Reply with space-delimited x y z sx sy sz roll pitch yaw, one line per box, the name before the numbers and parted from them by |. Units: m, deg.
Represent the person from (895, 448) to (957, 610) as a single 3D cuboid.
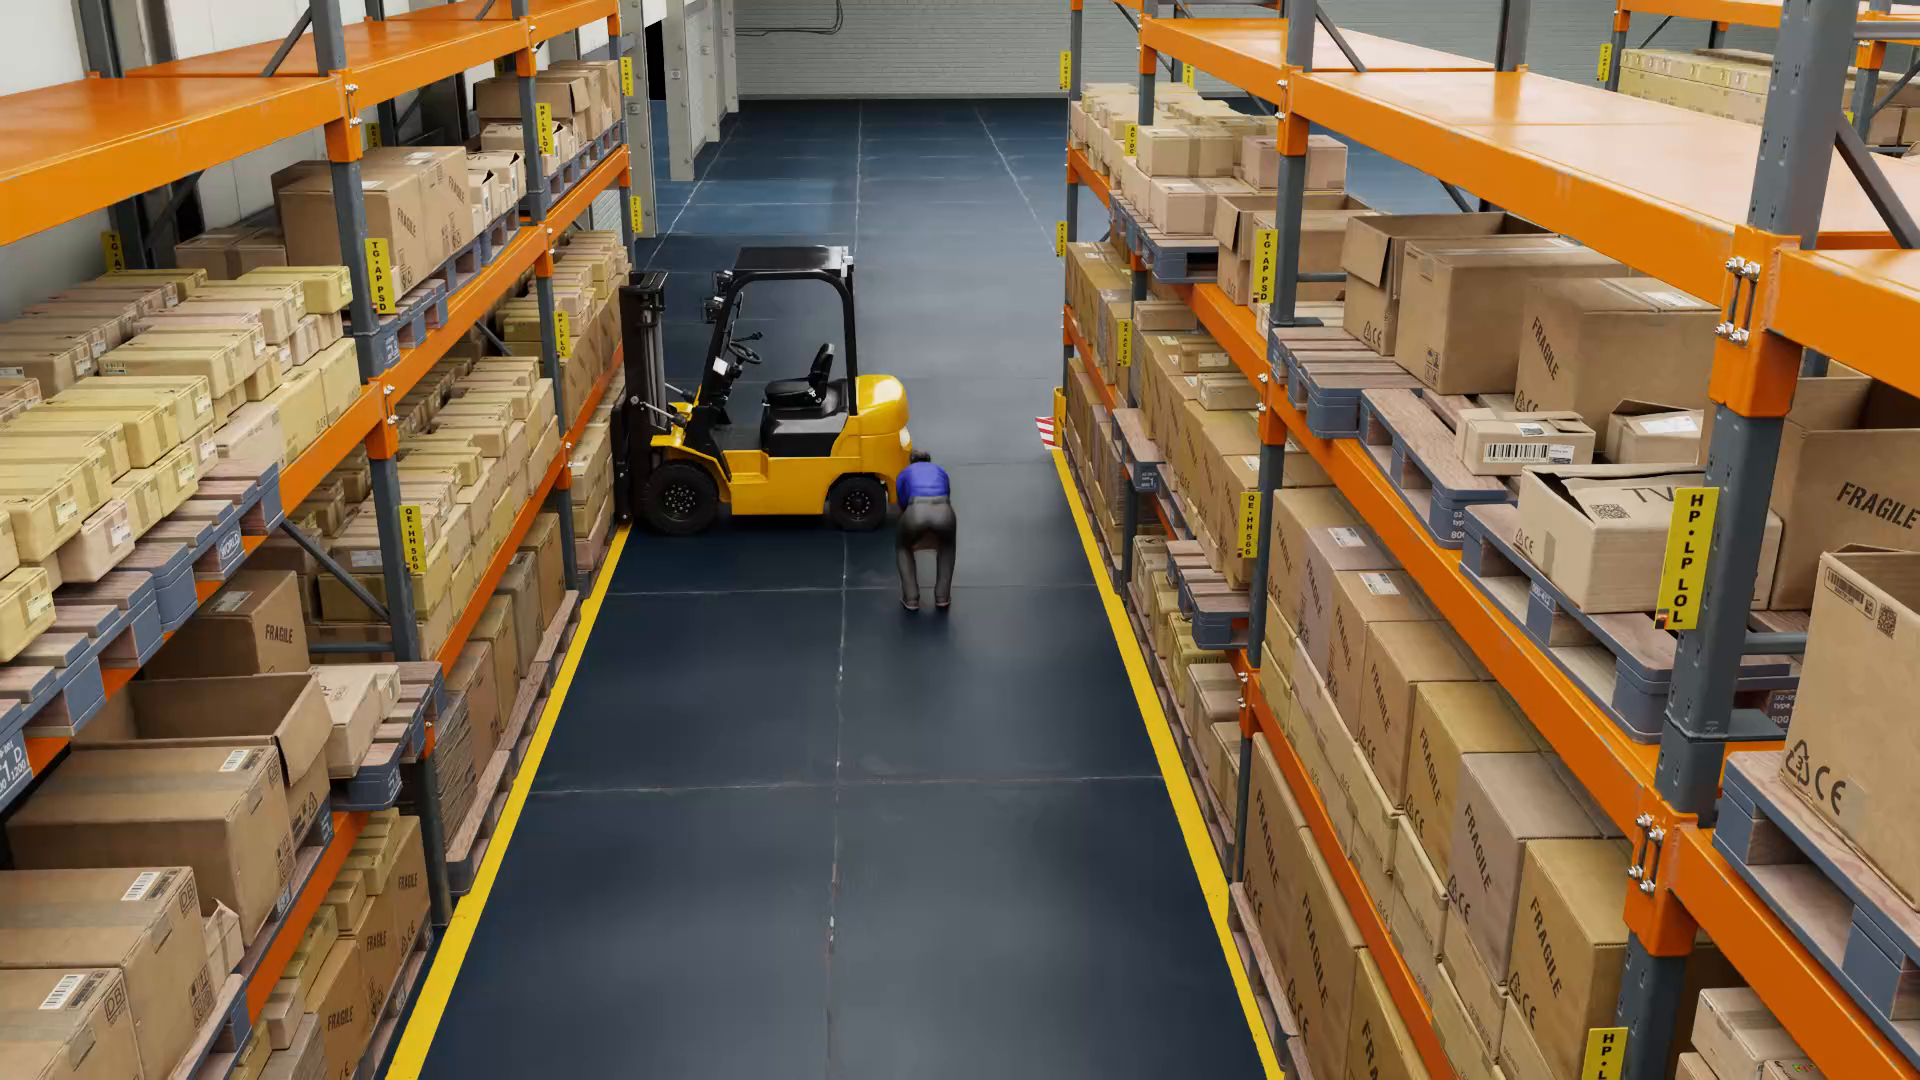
person | -0.256 -0.068 12.159 0.451 1.036 0.857 -2 21 -6
